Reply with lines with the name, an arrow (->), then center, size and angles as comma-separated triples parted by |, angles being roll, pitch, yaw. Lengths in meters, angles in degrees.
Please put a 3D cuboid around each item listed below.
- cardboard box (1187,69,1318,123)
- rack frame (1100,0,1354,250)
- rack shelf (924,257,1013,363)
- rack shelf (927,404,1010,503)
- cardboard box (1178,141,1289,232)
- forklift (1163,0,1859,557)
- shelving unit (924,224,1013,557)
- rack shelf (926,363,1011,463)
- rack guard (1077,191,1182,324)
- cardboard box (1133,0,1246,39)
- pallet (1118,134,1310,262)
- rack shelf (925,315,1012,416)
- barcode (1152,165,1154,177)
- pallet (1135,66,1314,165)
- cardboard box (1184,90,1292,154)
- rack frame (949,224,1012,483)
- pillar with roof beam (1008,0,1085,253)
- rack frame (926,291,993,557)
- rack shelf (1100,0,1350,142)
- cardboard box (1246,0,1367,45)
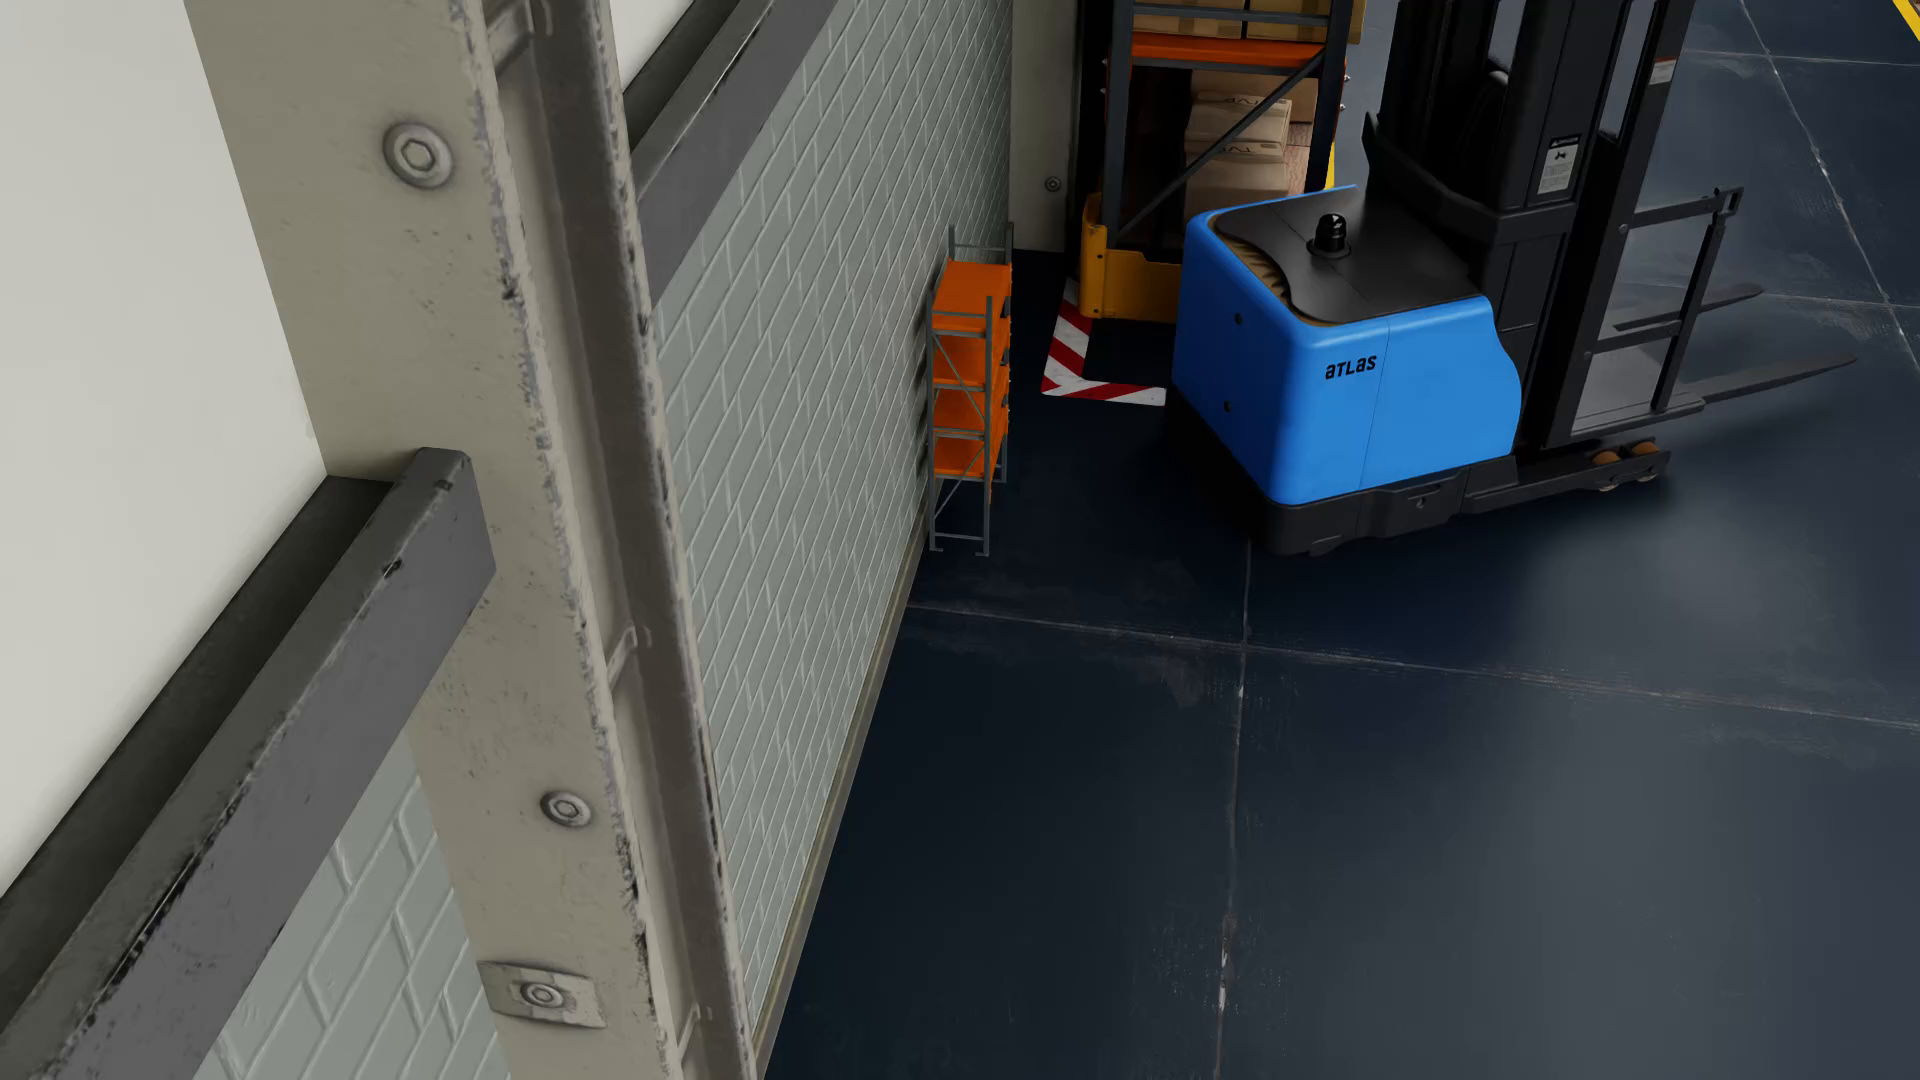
cardboard box -> 1.638, -2.680, 9.253 | 0.700, 0.500, 0.500 | 4, 40, 5
rack frame -> 1.155, -2.236, 7.101 | 1.000, 3.000, 0.127 | 6, 40, 8
rack shelf -> 0.037, -0.869, 6.243 | 0.258, 0.148, 0.480 | 6, 40, 7
rack shelf -> 0.037, -0.361, 6.663 | 0.258, 0.148, 0.480 | 6, 40, 7
cardboard box -> 1.363, -1.794, 8.331 | 0.500, 0.311, 0.500 | 2, 40, 3
forklift -> 2.459, -1.639, 6.432 | 3.031, 2.935, 1.130 | -13, 41, -15
shelving unit -> 0.037, -0.566, 6.493 | 0.258, 1.200, 0.503 | 6, 40, 7
rack shelf -> 0.037, -0.514, 6.536 | 0.258, 0.148, 0.480 | 6, 40, 7
rack guard -> 1.168, -1.321, 7.955 | 1.175, 0.500, 0.348 | 6, 40, 8
cardboard box -> 1.045, -2.501, 7.523 | 0.500, 0.250, 0.500 | 7, 40, 8
pallet -> 1.343, -1.715, 8.659 | 1.003, 0.211, 1.213 | 6, 40, 8
rack shelf -> 0.037, -0.687, 6.393 | 0.258, 0.148, 0.480 | 6, 40, 7
barcode -> 0.972, -1.853, 8.395 | 0.001, 0.075, 0.075 | 6, 40, 8
pallet -> 1.557, -2.479, 9.583 | 1.003, 0.211, 1.213 | 6, 40, 8
cardboard box -> 1.462, -2.152, 8.764 | 0.500, 0.311, 0.500 | 10, 41, 11
rack frame -> 0.077, -0.720, 6.679 | 0.240, 1.200, 0.015 | 6, 40, 7
pillar with roof beam -> 4.664, -4.609, 5.262 | 9.100, 9.000, 0.400 | 6, 40, 8
rack frame -> -0.003, -0.413, 6.308 | 0.240, 1.200, 0.015 | 6, 40, 7
rack shelf -> 1.501, -3.214, 8.848 | 1.077, 0.370, 4.000 | 6, 40, 8
cardboard box -> 1.552, -2.458, 7.470 | 0.500, 0.250, 0.500 | 5, 40, 6
